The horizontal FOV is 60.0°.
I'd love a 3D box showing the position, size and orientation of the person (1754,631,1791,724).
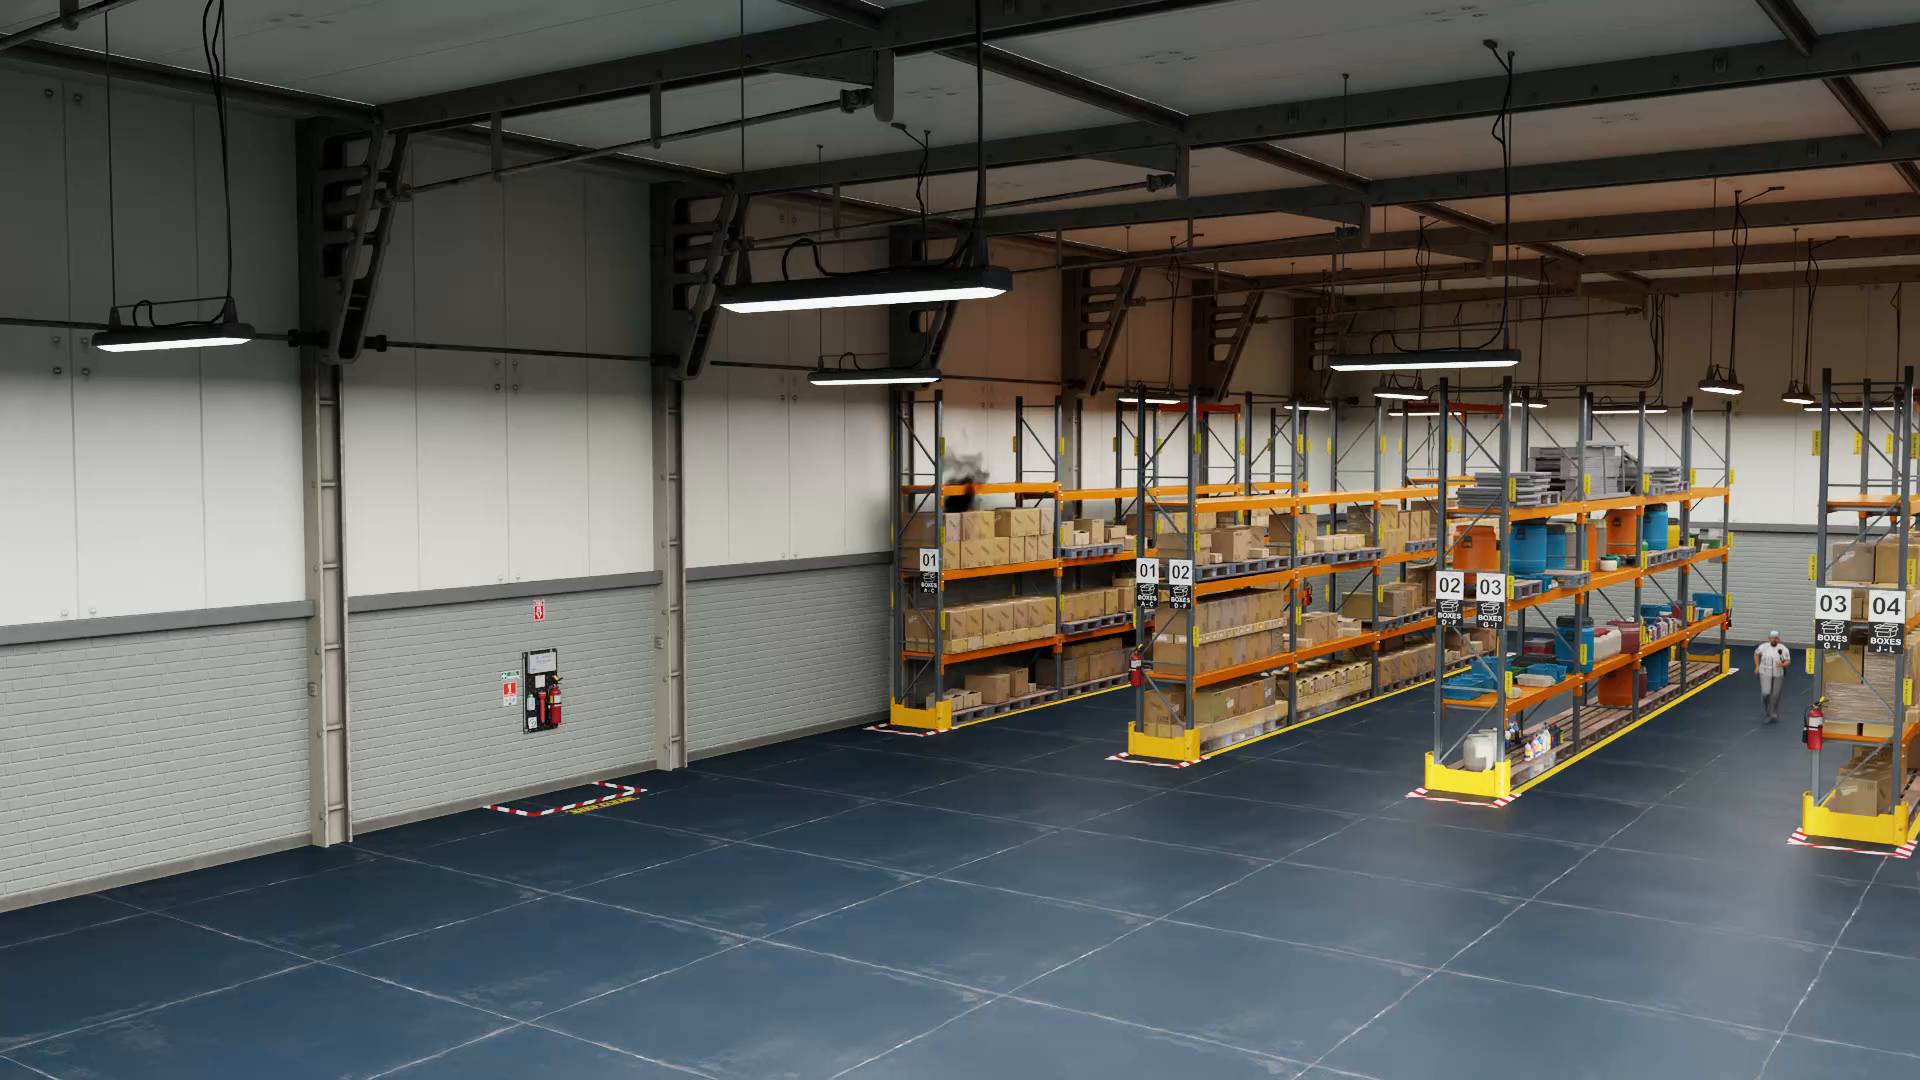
[{"bbox_3d":[14.715,2.491,30.122,0.570,1.698,0.783,1,3,20],"label":"person"}]
